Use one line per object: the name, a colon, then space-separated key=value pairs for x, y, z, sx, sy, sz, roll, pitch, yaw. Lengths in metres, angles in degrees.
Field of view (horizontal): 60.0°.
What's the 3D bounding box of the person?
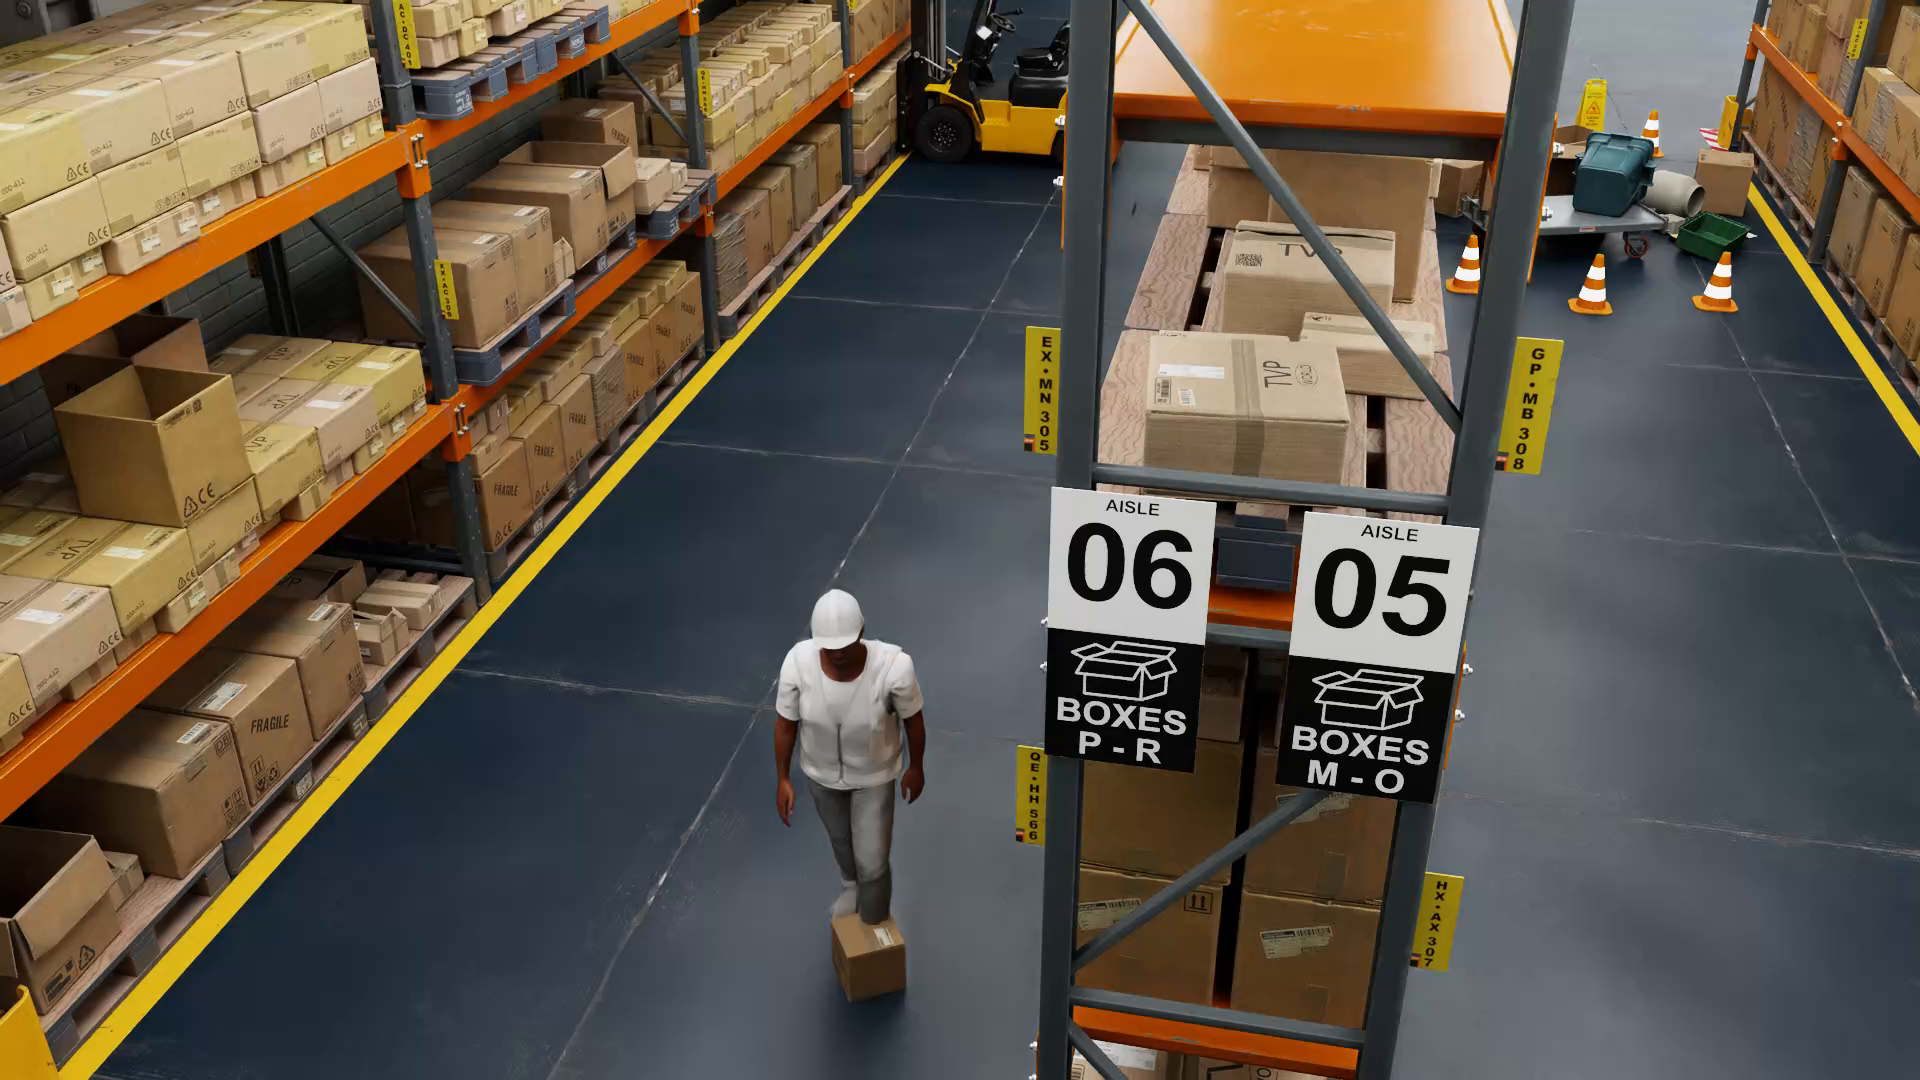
person: x=-0.444 y=0.976 z=6.862 sx=0.593 sy=1.831 sz=0.624 roll=6 pitch=29 yaw=11
